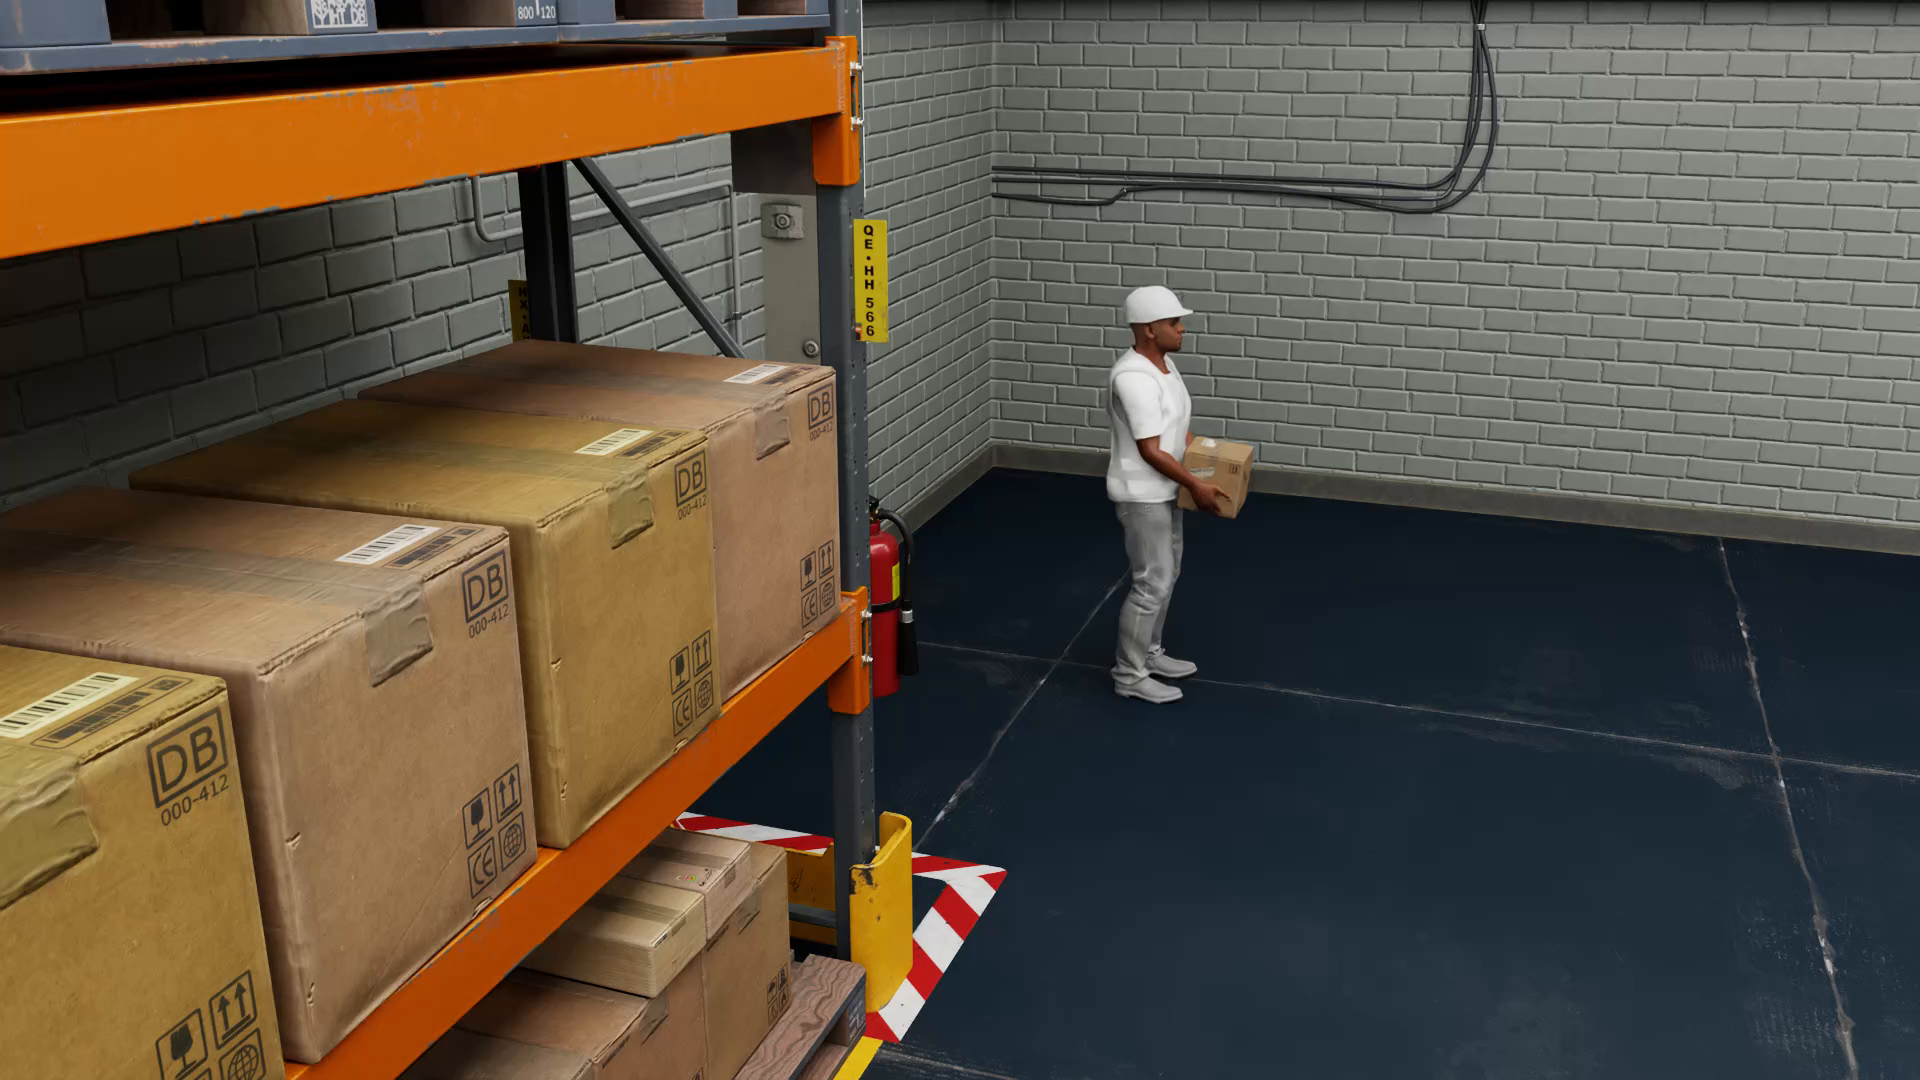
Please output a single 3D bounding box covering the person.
[{"bbox_3d":[0.901,-0.589,6.968,0.551,0.938,0.542,6,19,18],"label":"person"}]
